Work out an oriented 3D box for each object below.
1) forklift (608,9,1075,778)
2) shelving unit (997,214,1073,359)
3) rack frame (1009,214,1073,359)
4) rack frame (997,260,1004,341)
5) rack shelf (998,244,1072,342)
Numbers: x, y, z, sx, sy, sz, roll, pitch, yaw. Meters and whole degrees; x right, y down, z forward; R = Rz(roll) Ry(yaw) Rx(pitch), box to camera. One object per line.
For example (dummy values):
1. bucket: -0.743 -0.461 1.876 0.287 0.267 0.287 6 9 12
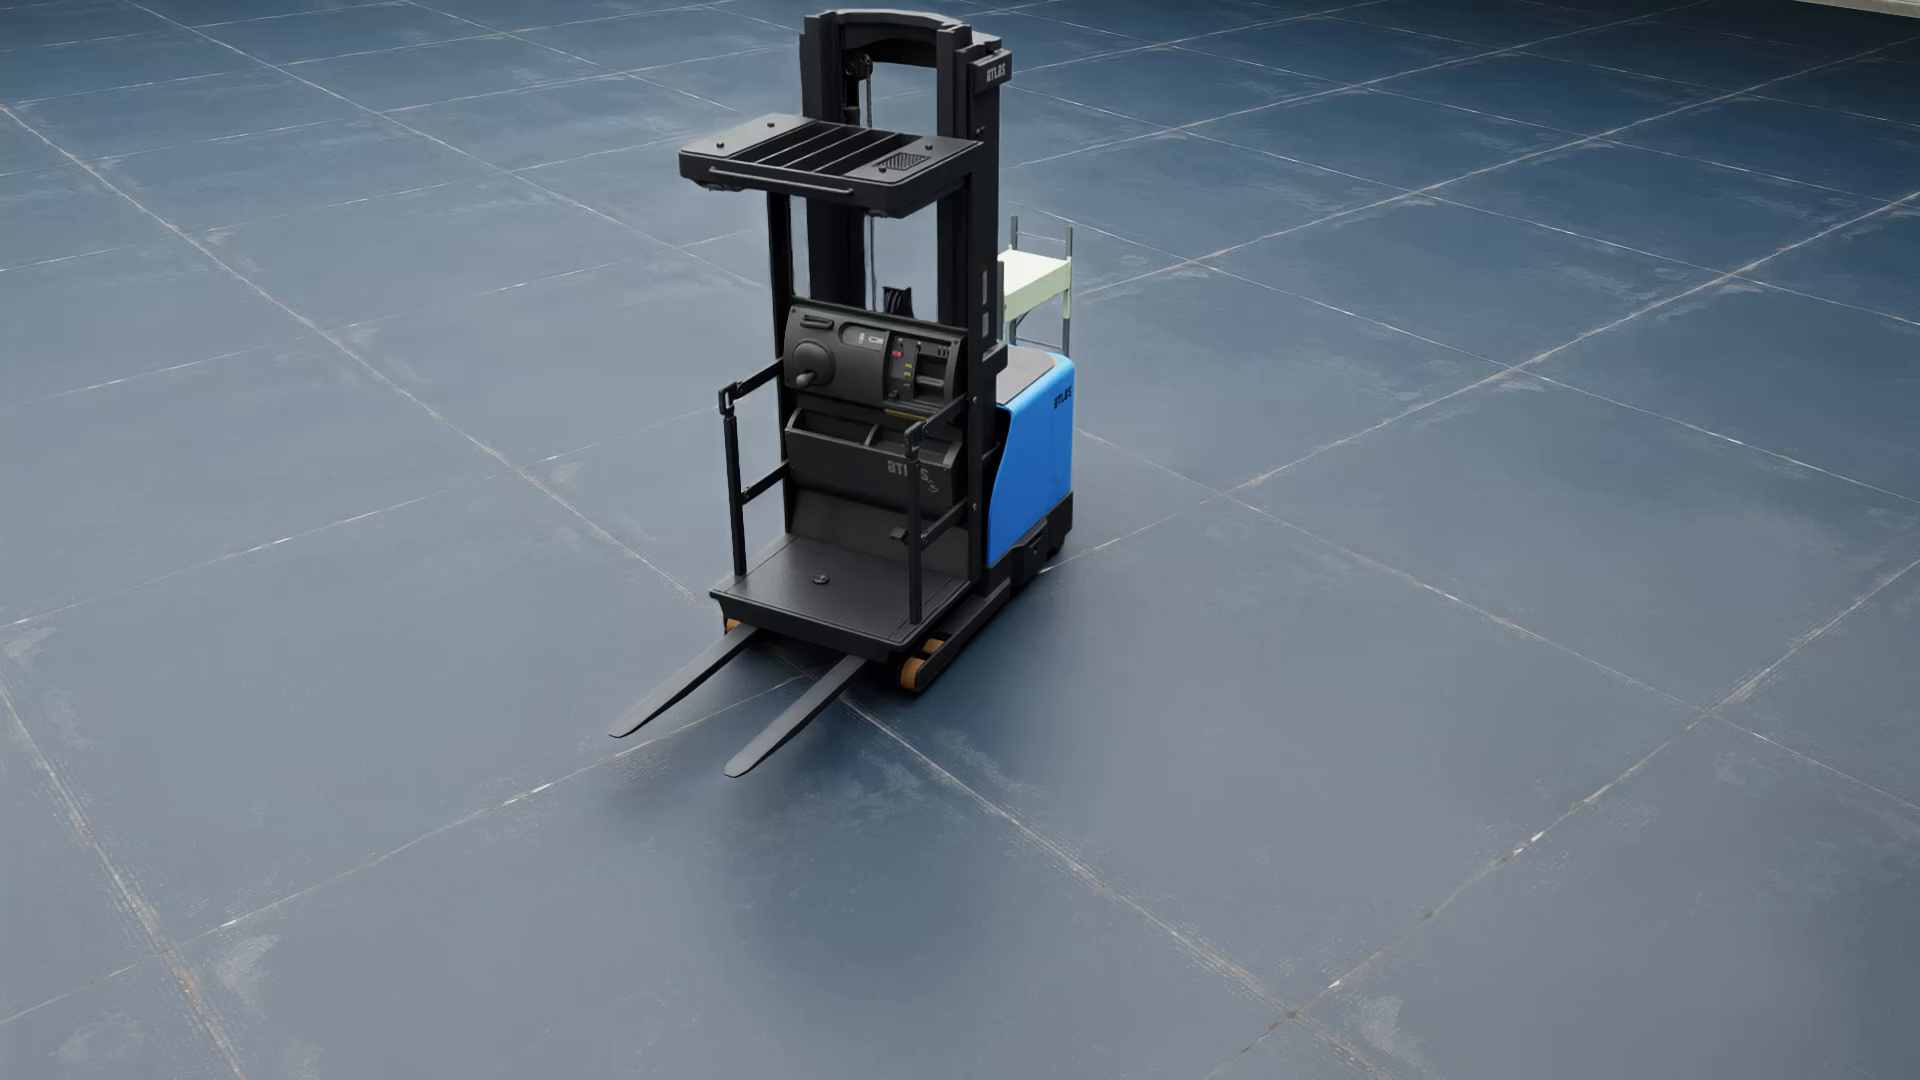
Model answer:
1. forklift: -0.518 -0.810 7.656 1.130 2.935 3.031 14 31 25
2. shelving unit: 0.264 -1.014 9.555 0.431 1.500 0.755 17 33 29
3. rack frame: 0.466 -1.158 9.825 0.400 1.500 0.023 17 33 29
4. rack frame: 0.063 -0.870 9.286 0.400 1.500 0.023 17 33 29
5. rack shelf: 0.264 -1.358 9.372 0.431 0.370 0.720 17 33 29
